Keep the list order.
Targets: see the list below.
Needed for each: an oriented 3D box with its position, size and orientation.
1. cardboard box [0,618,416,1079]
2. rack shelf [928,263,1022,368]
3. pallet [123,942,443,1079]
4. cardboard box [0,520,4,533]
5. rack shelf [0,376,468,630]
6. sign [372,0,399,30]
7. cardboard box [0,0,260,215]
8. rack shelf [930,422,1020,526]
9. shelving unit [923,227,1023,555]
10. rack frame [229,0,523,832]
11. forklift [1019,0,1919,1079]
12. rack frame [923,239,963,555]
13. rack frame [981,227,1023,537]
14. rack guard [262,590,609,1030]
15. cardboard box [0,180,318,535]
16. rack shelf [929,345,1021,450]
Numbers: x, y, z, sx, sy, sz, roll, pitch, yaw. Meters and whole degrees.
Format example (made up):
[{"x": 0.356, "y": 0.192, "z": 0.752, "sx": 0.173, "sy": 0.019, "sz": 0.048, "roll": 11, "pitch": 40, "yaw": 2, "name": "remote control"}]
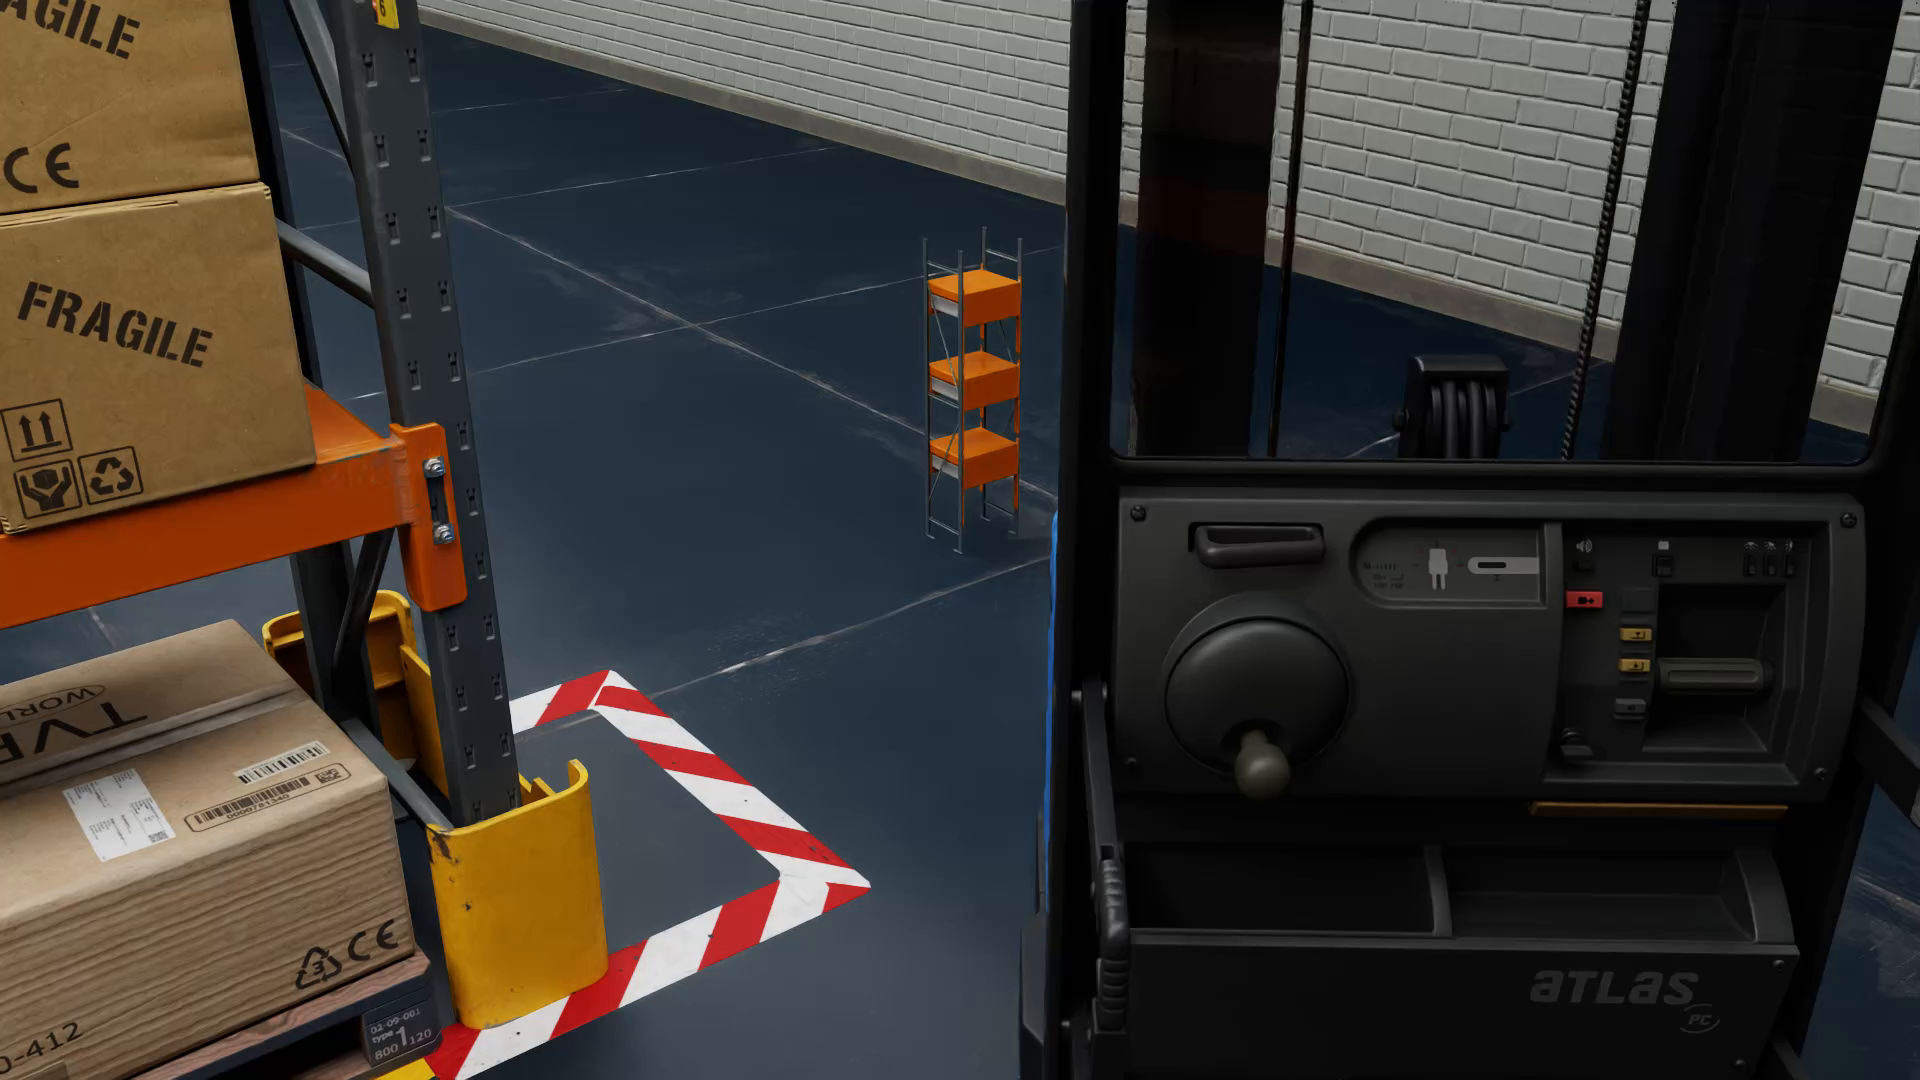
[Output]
[{"x": -1.727, "y": 0.631, "z": 3.372, "sx": 0.875, "sy": 0.438, "sz": 0.875, "roll": -19, "pitch": 31, "yaw": -36, "name": "cardboard box"}, {"x": 0.042, "y": -0.738, "z": 5.444, "sx": 0.240, "sy": 0.259, "sz": 0.215, "roll": -18, "pitch": 31, "yaw": -34, "name": "rack shelf"}, {"x": -1.850, "y": 0.953, "z": 3.445, "sx": 1.213, "sy": 0.211, "sz": 1.003, "roll": -18, "pitch": 31, "yaw": -34, "name": "pallet"}, {"x": -1.890, "y": -0.252, "z": 2.612, "sx": 0.500, "sy": 0.500, "sz": 0.500, "roll": -19, "pitch": 31, "yaw": -35, "name": "cardboard box"}, {"x": -2.843, "y": 0.301, "z": 2.394, "sx": 4.000, "sy": 0.370, "sz": 1.077, "roll": -18, "pitch": 31, "yaw": -34, "name": "rack shelf"}, {"x": -0.945, "y": -0.995, "z": 2.673, "sx": 0.005, "sy": 0.325, "sz": 0.100, "roll": -18, "pitch": 31, "yaw": -34, "name": "sign"}, {"x": -1.502, "y": -0.840, "z": 2.690, "sx": 0.500, "sy": 0.500, "sz": 0.500, "roll": -17, "pitch": 30, "yaw": -32, "name": "cardboard box"}, {"x": 0.042, "y": -0.228, "z": 5.680, "sx": 0.240, "sy": 0.259, "sz": 0.215, "roll": -18, "pitch": 31, "yaw": -34, "name": "rack shelf"}, {"x": 0.042, "y": -0.490, "z": 5.559, "sx": 0.252, "sy": 1.050, "sz": 0.215, "roll": -18, "pitch": 31, "yaw": -34, "name": "shelving unit"}, {"x": -1.269, "y": -0.545, "z": 3.362, "sx": 0.127, "sy": 3.000, "sz": 1.000, "roll": -18, "pitch": 31, "yaw": -34, "name": "rack frame"}, {"x": 0.660, "y": 0.166, "z": 1.910, "sx": 1.130, "sy": 2.935, "sz": 3.031, "roll": 1, "pitch": 25, "yaw": 1, "name": "forklift"}, {"x": -0.054, "y": -0.458, "z": 5.491, "sx": 0.008, "sy": 1.050, "sz": 0.200, "roll": -18, "pitch": 31, "yaw": -34, "name": "rack frame"}, {"x": 0.138, "y": -0.522, "z": 5.627, "sx": 0.008, "sy": 1.050, "sz": 0.200, "roll": -18, "pitch": 31, "yaw": -34, "name": "rack frame"}, {"x": -1.250, "y": 0.582, "z": 3.901, "sx": 0.348, "sy": 0.500, "sz": 1.175, "roll": -18, "pitch": 31, "yaw": -34, "name": "rack guard"}, {"x": -1.486, "y": -0.378, "z": 2.882, "sx": 0.500, "sy": 0.500, "sz": 0.500, "roll": -18, "pitch": 30, "yaw": -34, "name": "cardboard box"}, {"x": 0.042, "y": -0.481, "z": 5.563, "sx": 0.240, "sy": 0.259, "sz": 0.215, "roll": -18, "pitch": 31, "yaw": -34, "name": "rack shelf"}]
